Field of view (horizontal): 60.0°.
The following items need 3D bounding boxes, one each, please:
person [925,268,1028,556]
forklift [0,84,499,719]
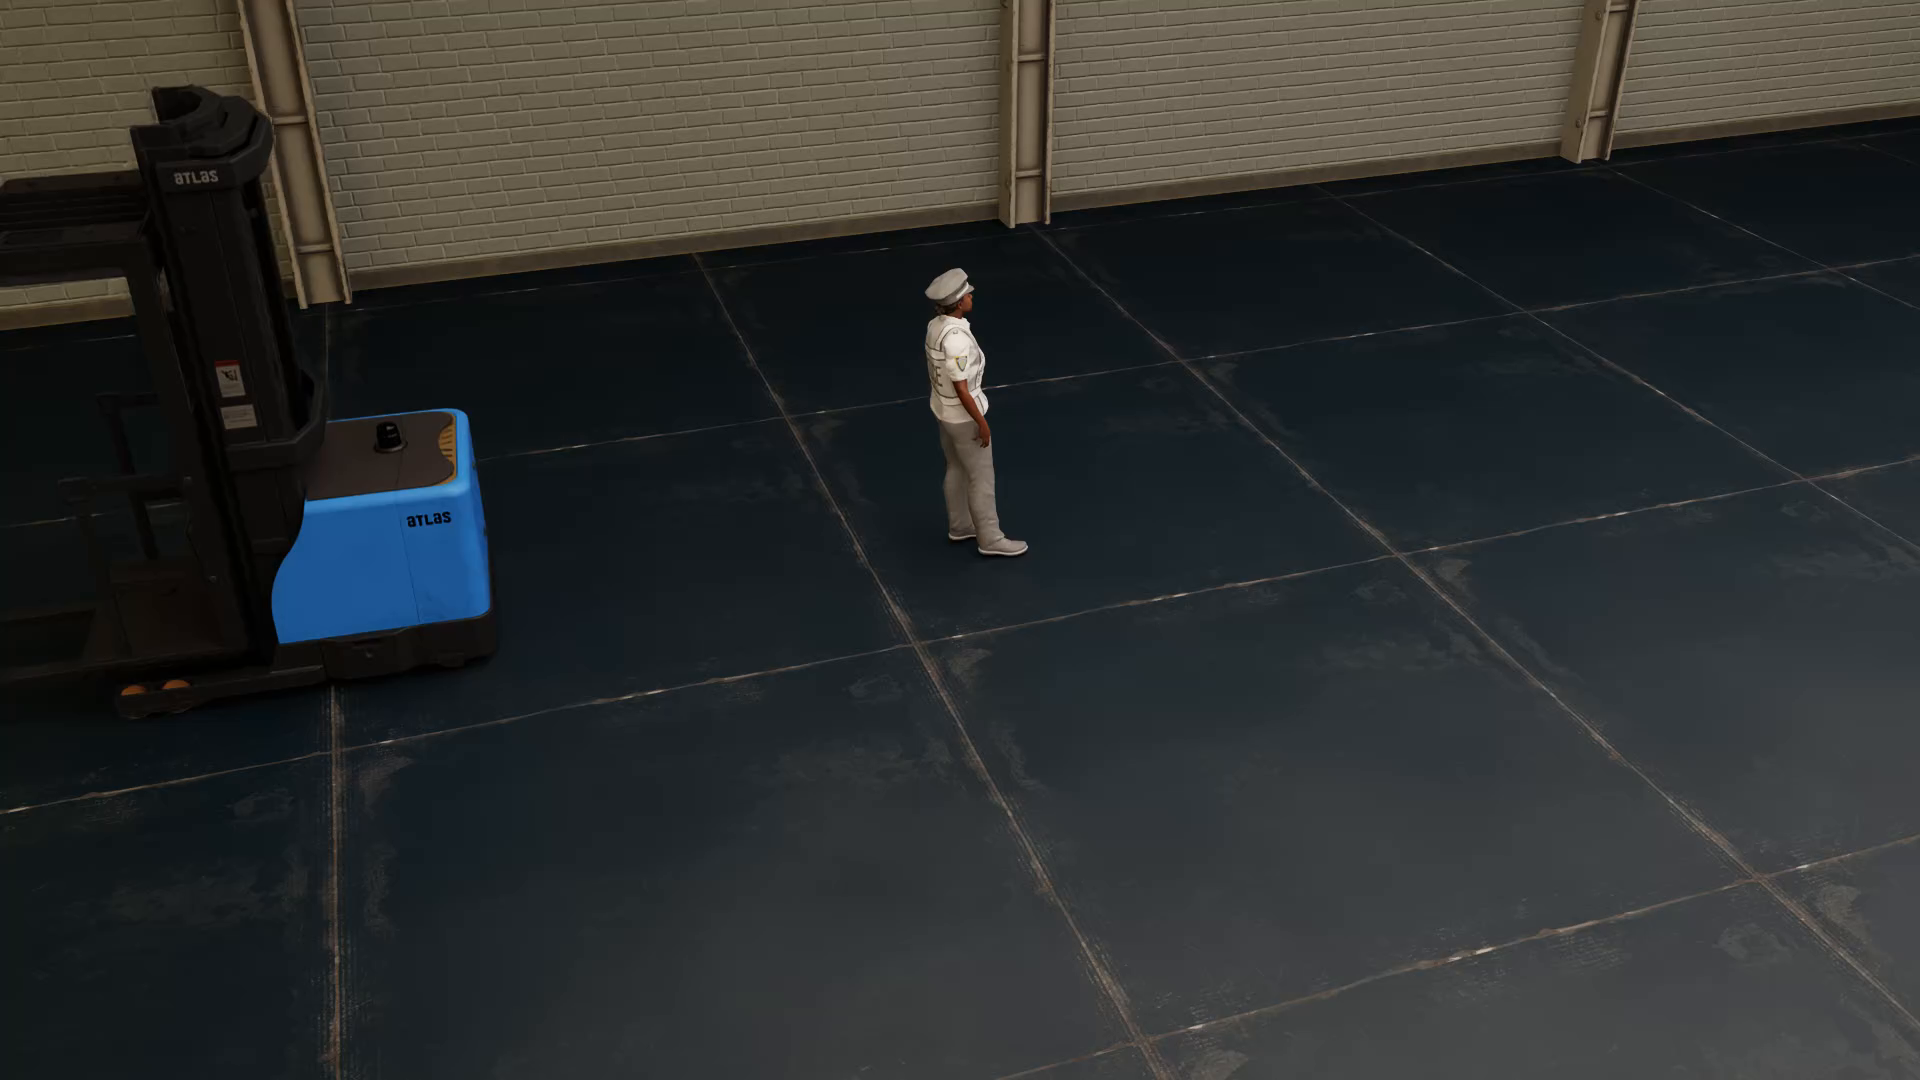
[{"bbox_3d":[0.077,-0.743,9.604,0.530,1.694,0.569,-10,31,-16],"label":"person"},{"bbox_3d":[-4.042,-0.654,8.224,3.031,2.935,1.130,-8,31,-13],"label":"forklift"}]
